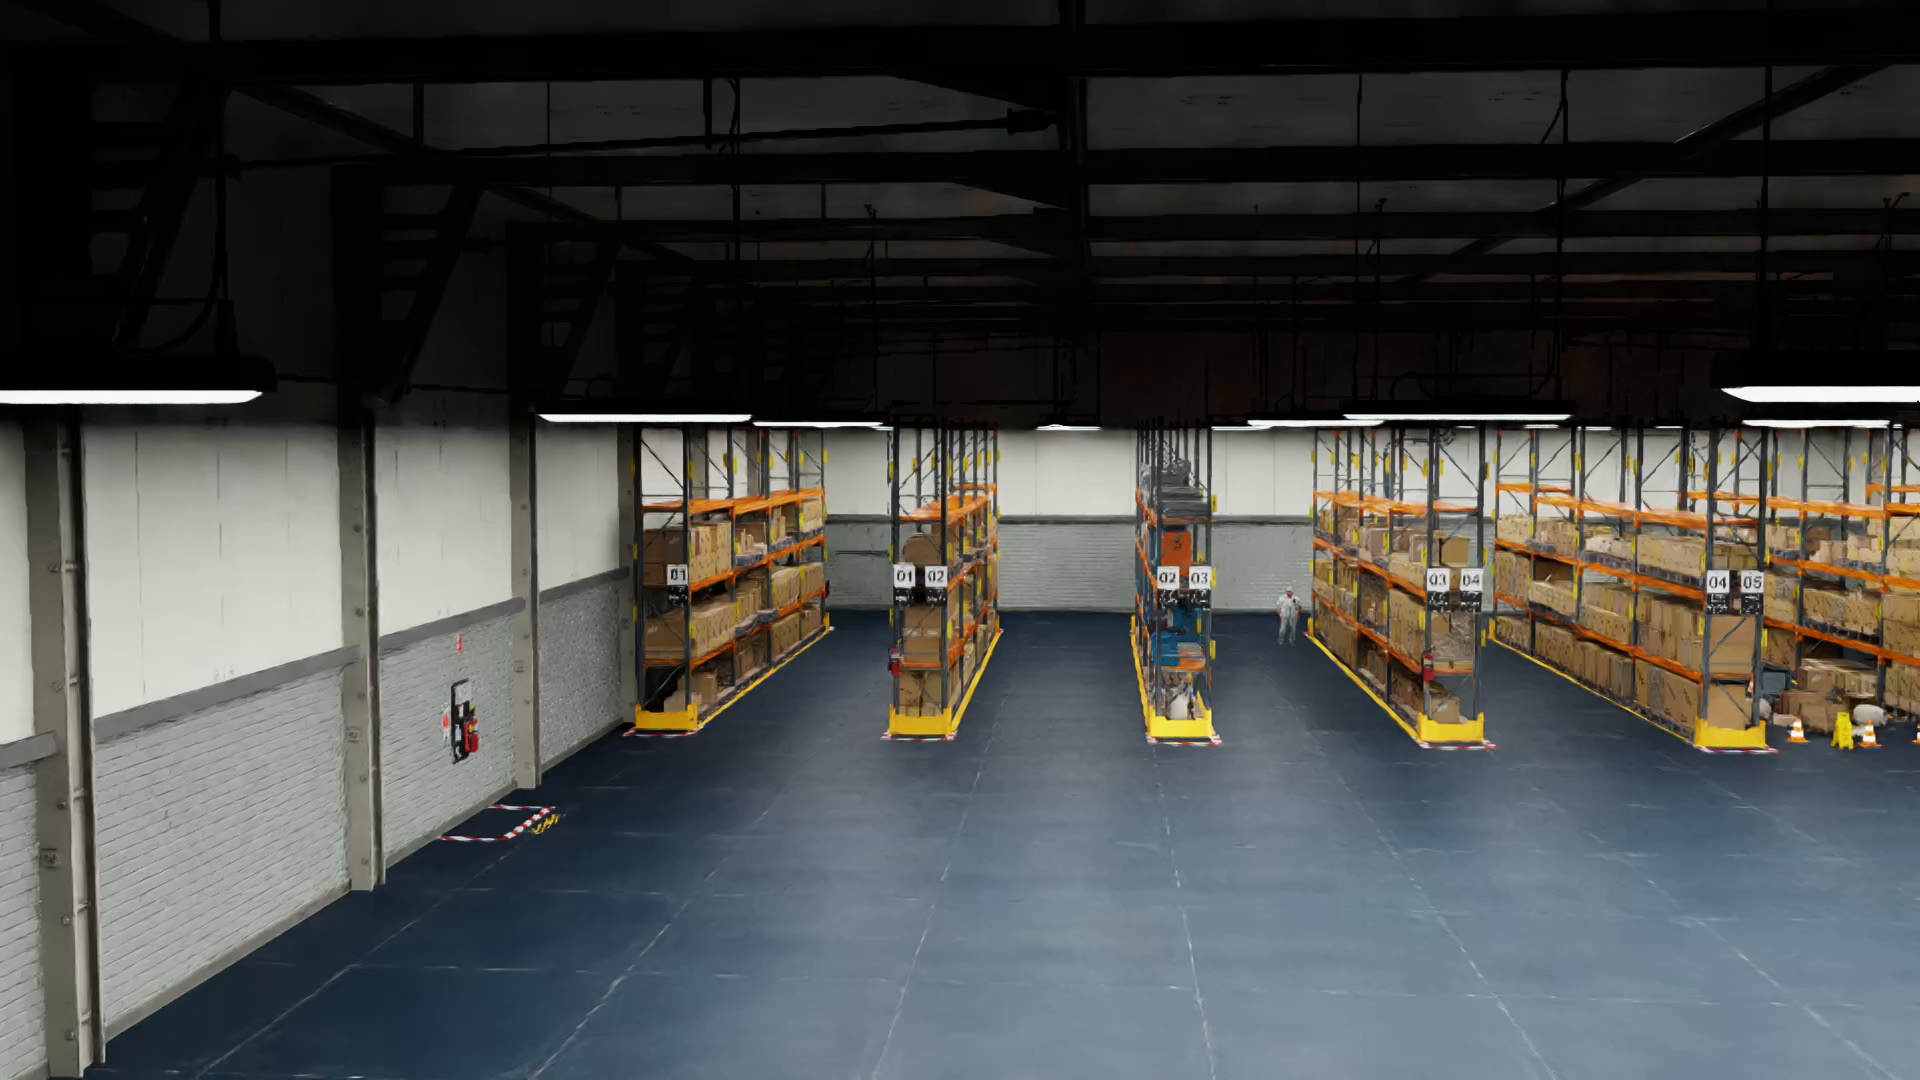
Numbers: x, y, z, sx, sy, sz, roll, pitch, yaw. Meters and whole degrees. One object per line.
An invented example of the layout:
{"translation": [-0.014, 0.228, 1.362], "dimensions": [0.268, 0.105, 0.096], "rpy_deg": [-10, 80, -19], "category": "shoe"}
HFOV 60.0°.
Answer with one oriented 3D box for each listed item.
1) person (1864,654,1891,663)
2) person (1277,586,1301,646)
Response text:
{"translation": [22.816, 2.195, 41.292], "dimensions": [0.570, 1.638, 0.595], "rpy_deg": [2, 4, 25], "category": "person"}
{"translation": [8.765, 2.029, 44.387], "dimensions": [0.608, 1.611, 0.575], "rpy_deg": [0, 4, 3], "category": "person"}
